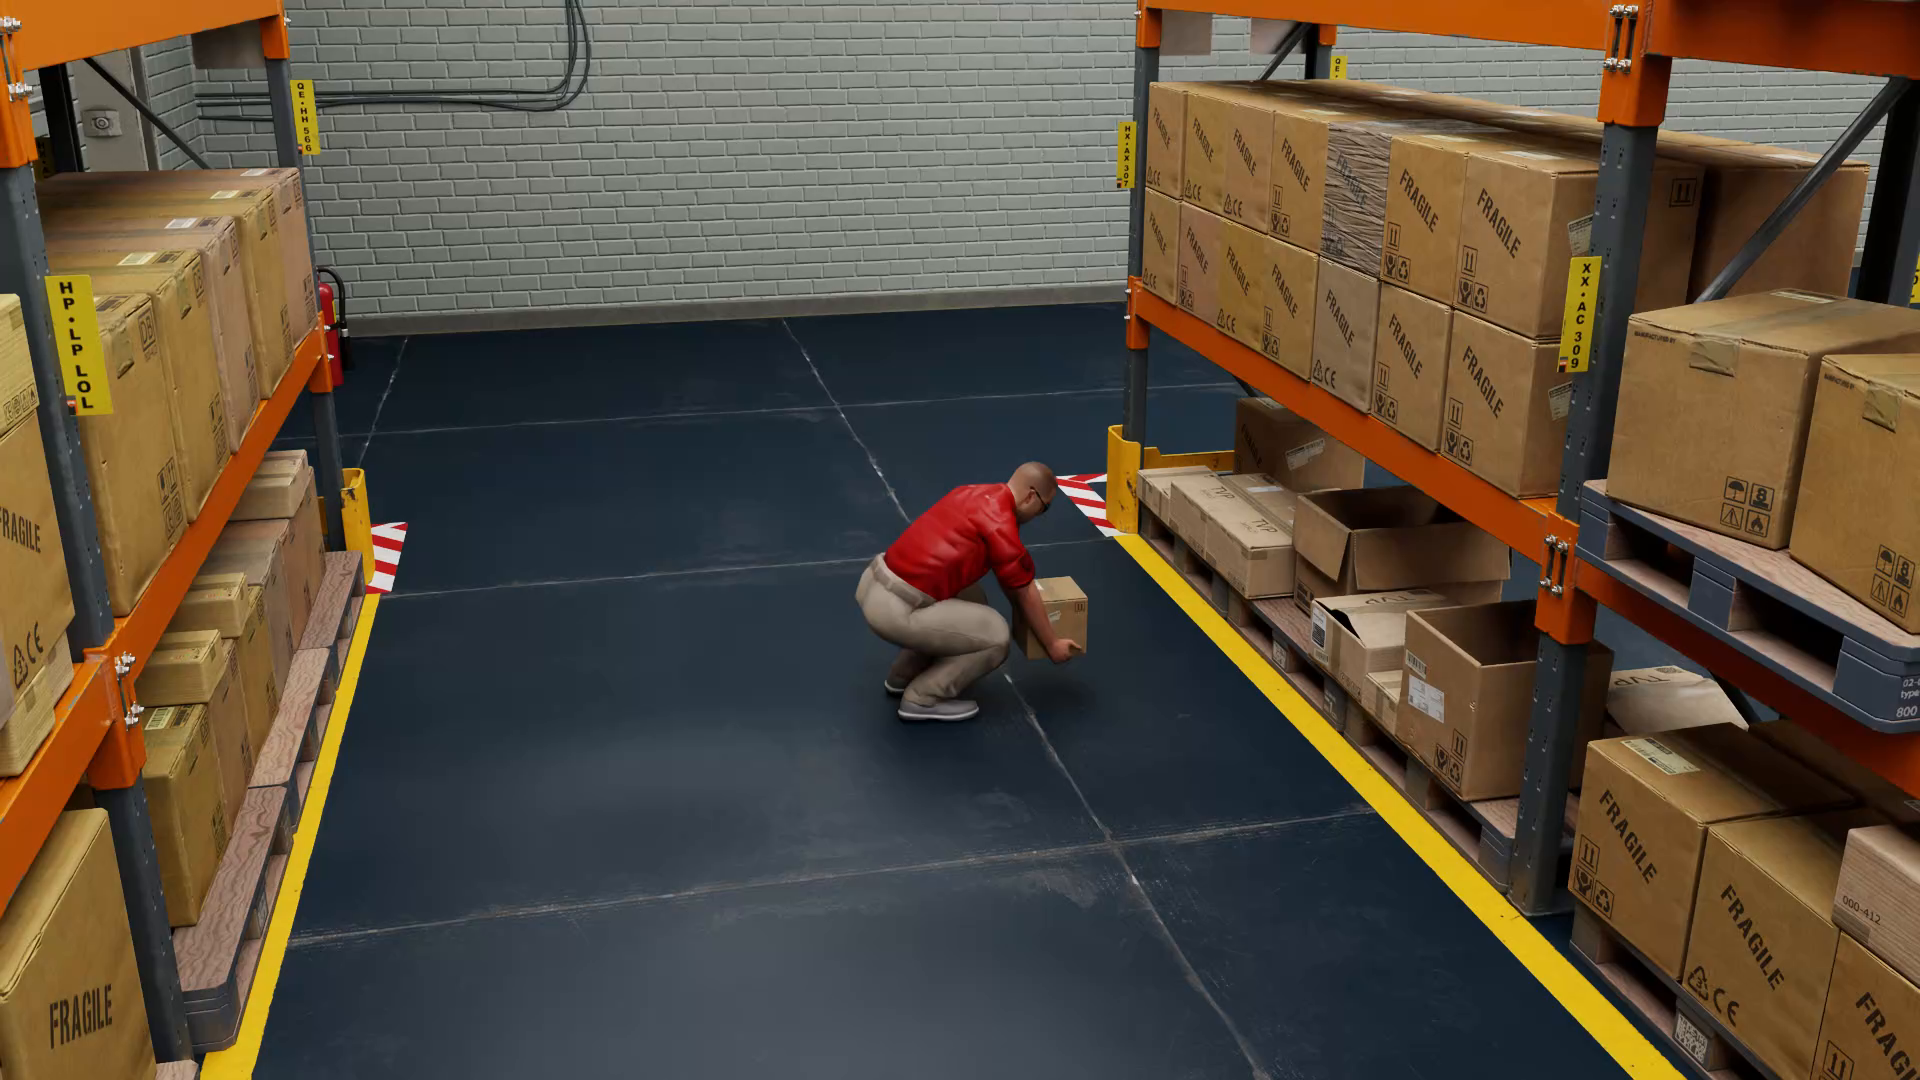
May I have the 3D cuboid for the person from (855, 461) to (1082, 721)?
[{"bbox_3d":[0.029,0.193,6.688,0.895,0.985,0.533,-5,20,-14],"label":"person"}]
